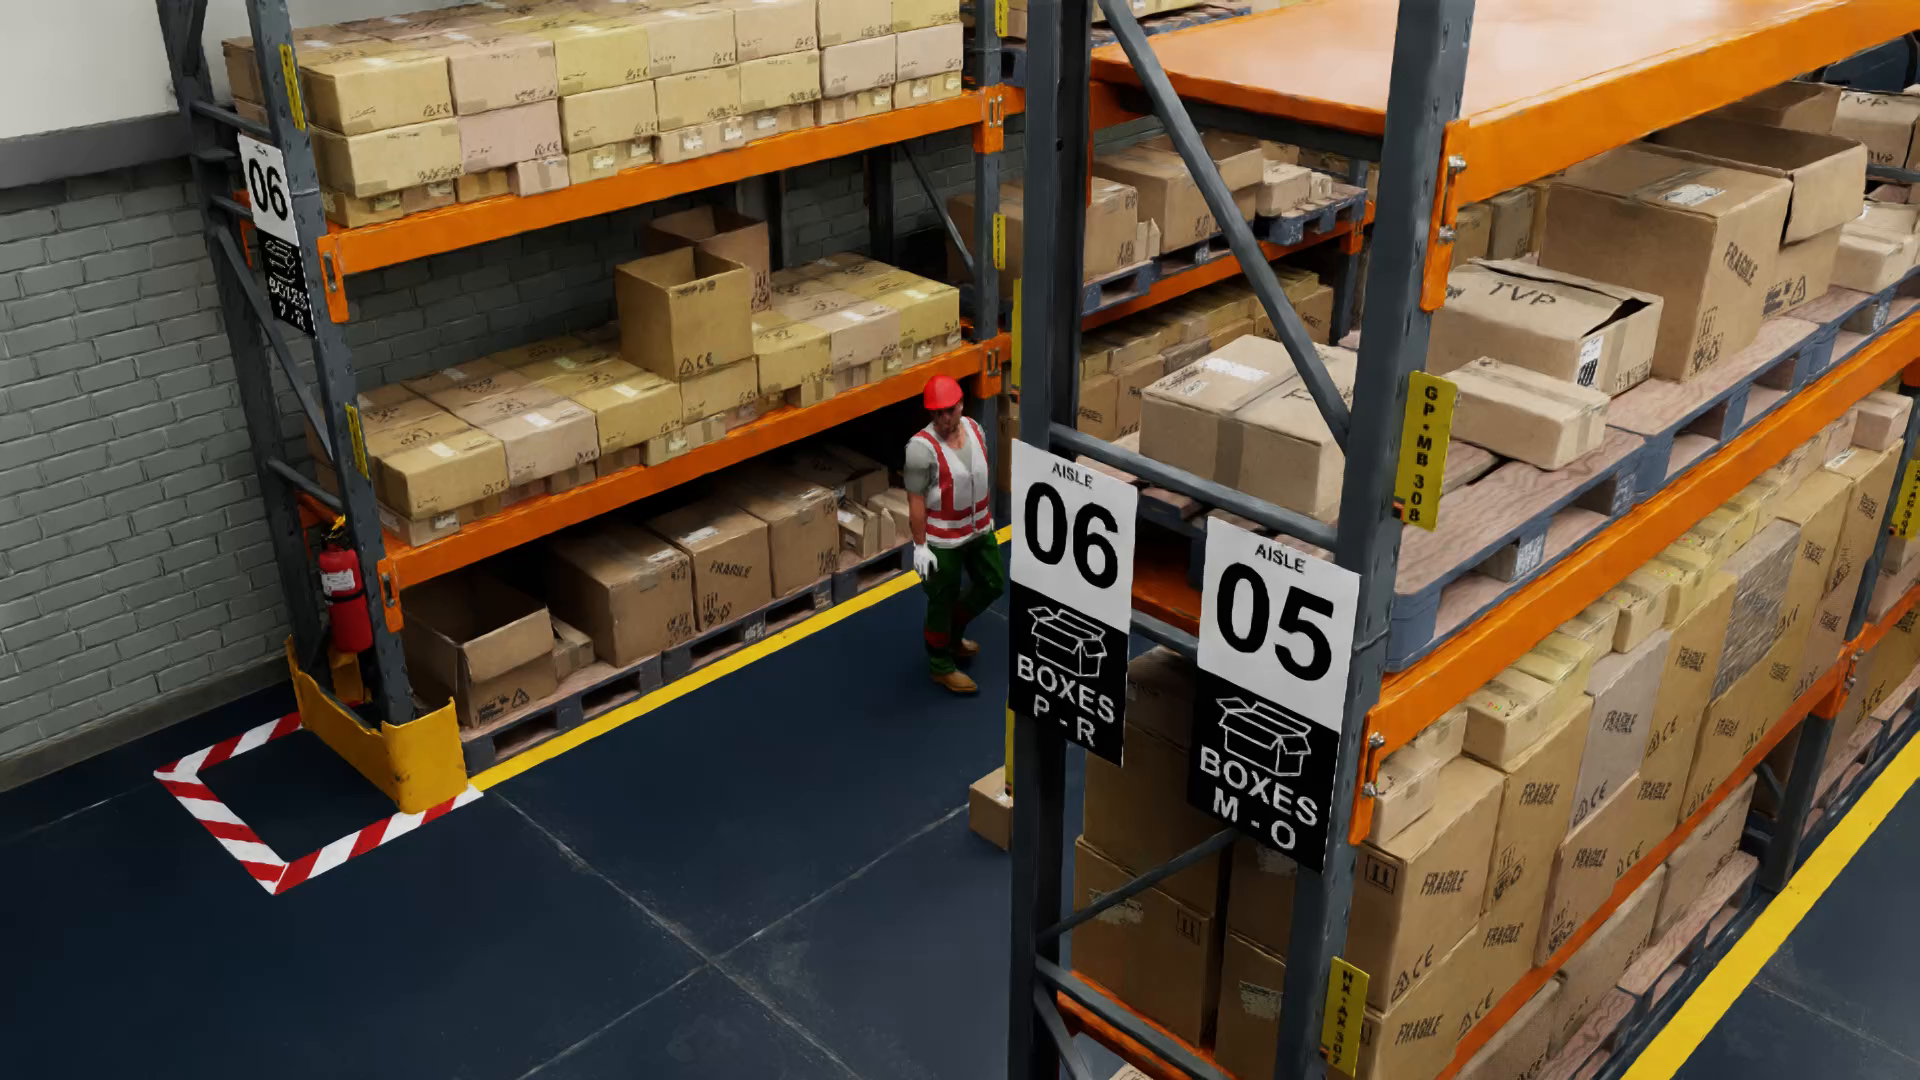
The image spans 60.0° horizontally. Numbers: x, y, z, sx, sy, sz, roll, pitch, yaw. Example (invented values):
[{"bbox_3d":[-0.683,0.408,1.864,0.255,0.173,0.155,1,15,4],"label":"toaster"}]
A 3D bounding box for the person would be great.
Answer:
[{"bbox_3d":[-0.053,-0.047,8.654,0.578,1.786,0.442,-25,36,-39],"label":"person"}]
